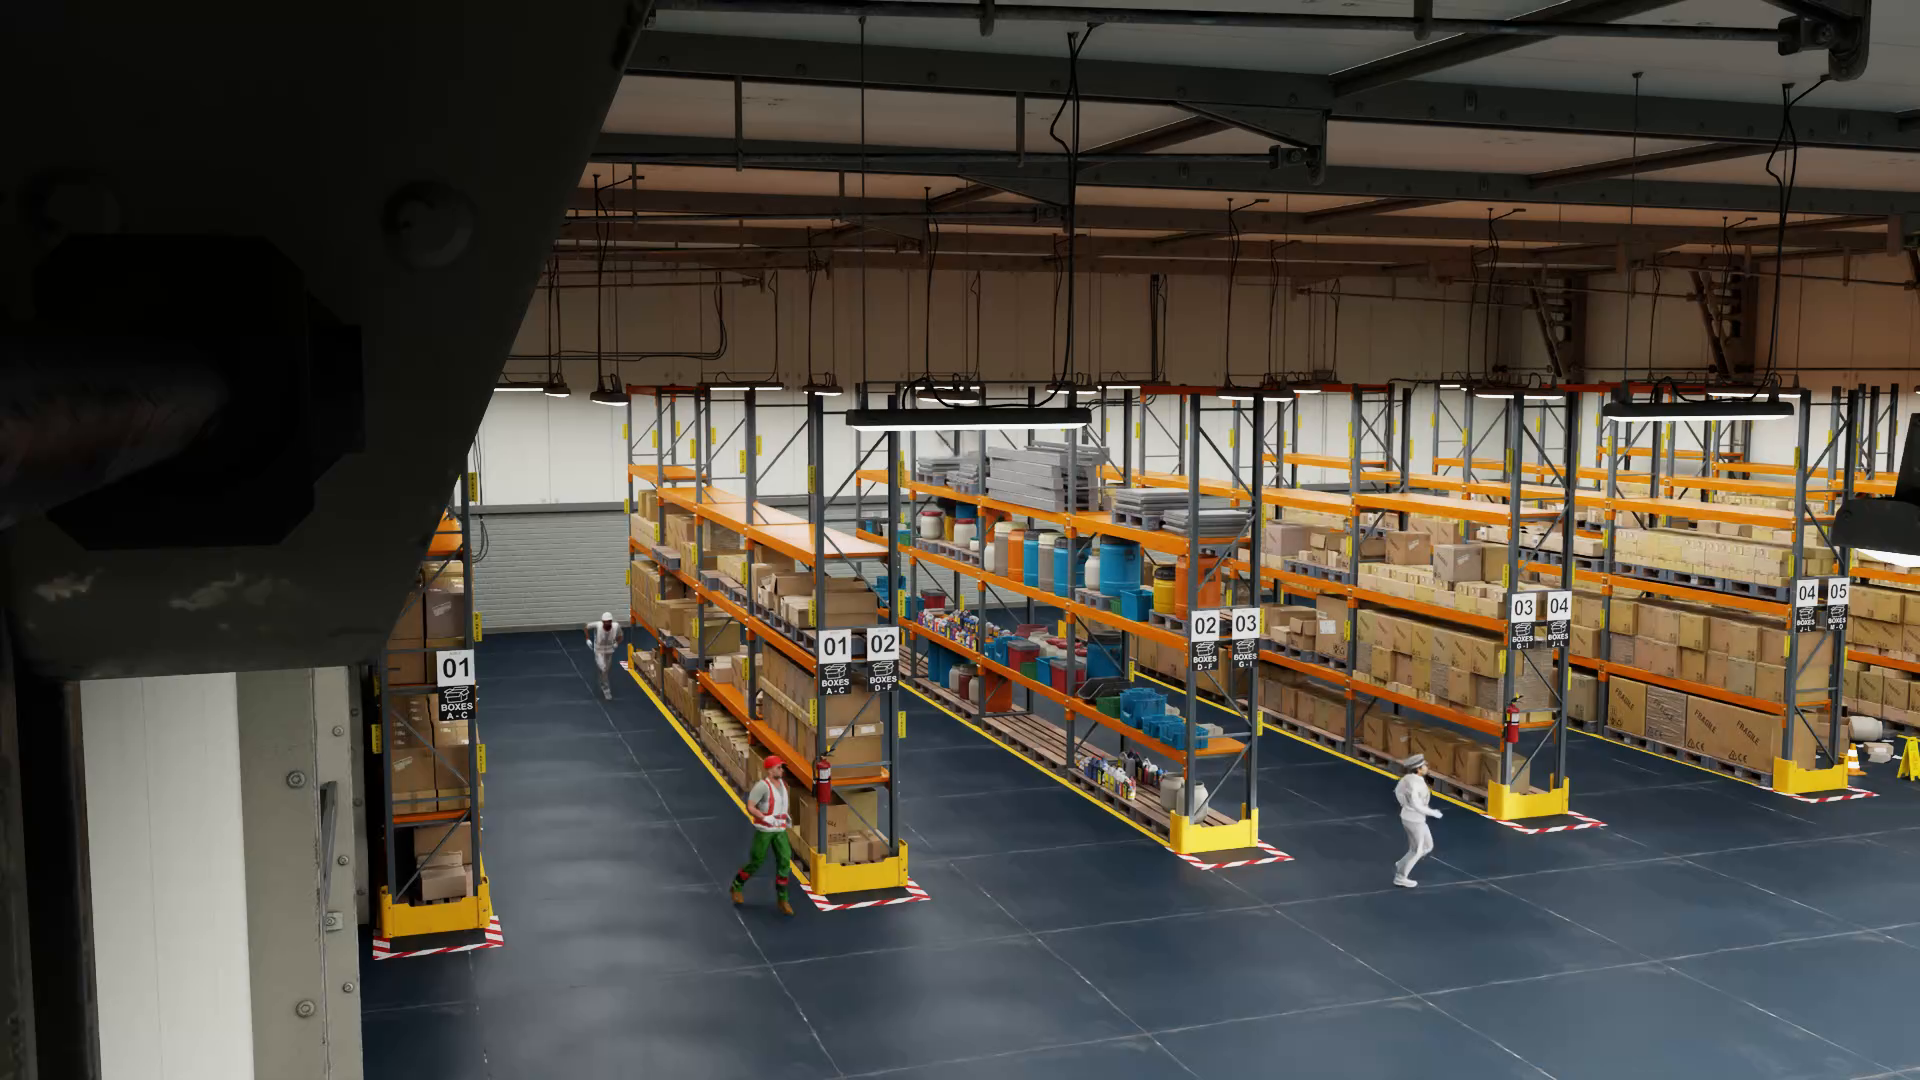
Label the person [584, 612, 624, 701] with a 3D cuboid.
[{"bbox_3d":[-6.881,2.201,32.120,0.729,1.732,1.055,-2,6,-22],"label":"person"}]

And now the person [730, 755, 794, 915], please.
[{"bbox_3d":[-2.202,3.422,19.554,0.936,1.782,0.719,5,8,40],"label":"person"}]

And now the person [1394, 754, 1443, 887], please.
[{"bbox_3d":[5.580,3.413,20.247,0.542,1.657,0.614,1,6,7],"label":"person"}]
